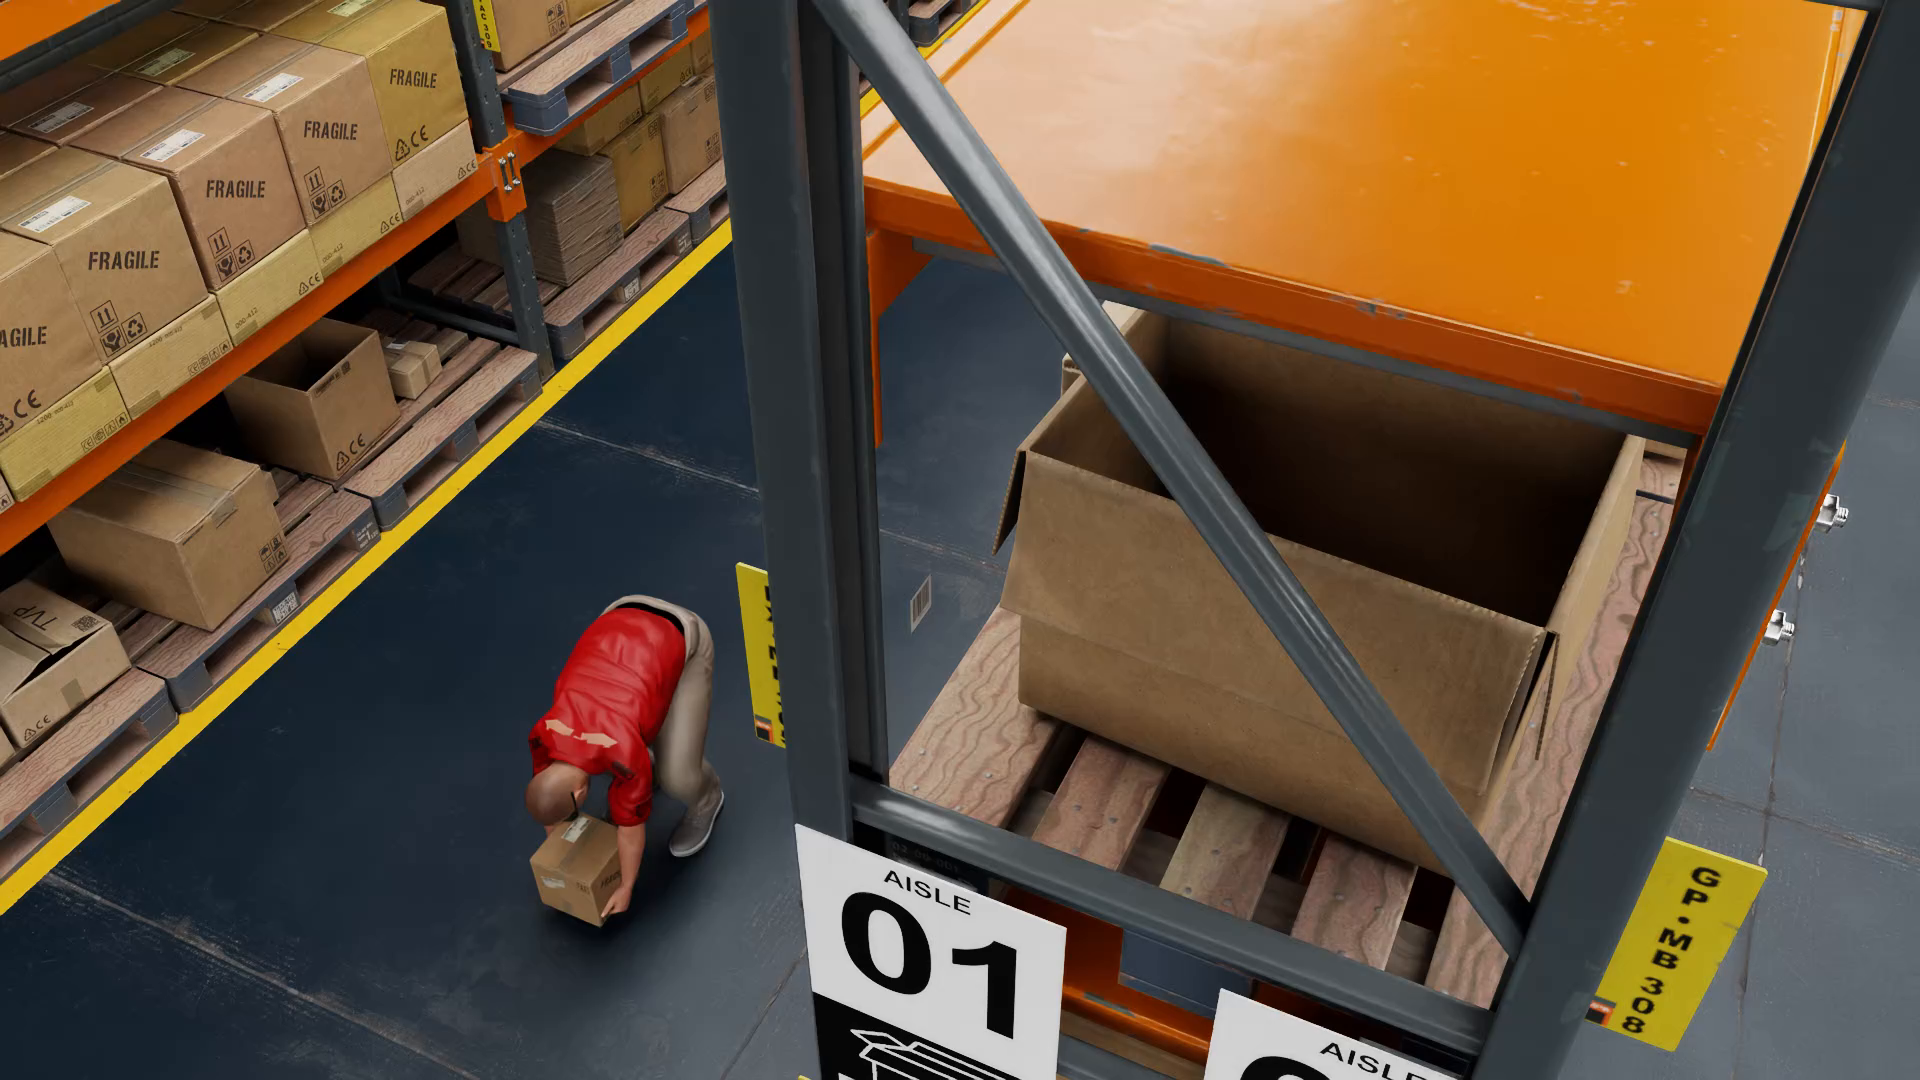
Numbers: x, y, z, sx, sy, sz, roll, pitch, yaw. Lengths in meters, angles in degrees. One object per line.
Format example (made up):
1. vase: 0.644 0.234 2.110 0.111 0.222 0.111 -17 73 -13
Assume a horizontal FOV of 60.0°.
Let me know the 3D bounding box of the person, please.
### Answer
1. person: -1.091 0.376 5.748 0.586 1.725 0.399 16 44 17
